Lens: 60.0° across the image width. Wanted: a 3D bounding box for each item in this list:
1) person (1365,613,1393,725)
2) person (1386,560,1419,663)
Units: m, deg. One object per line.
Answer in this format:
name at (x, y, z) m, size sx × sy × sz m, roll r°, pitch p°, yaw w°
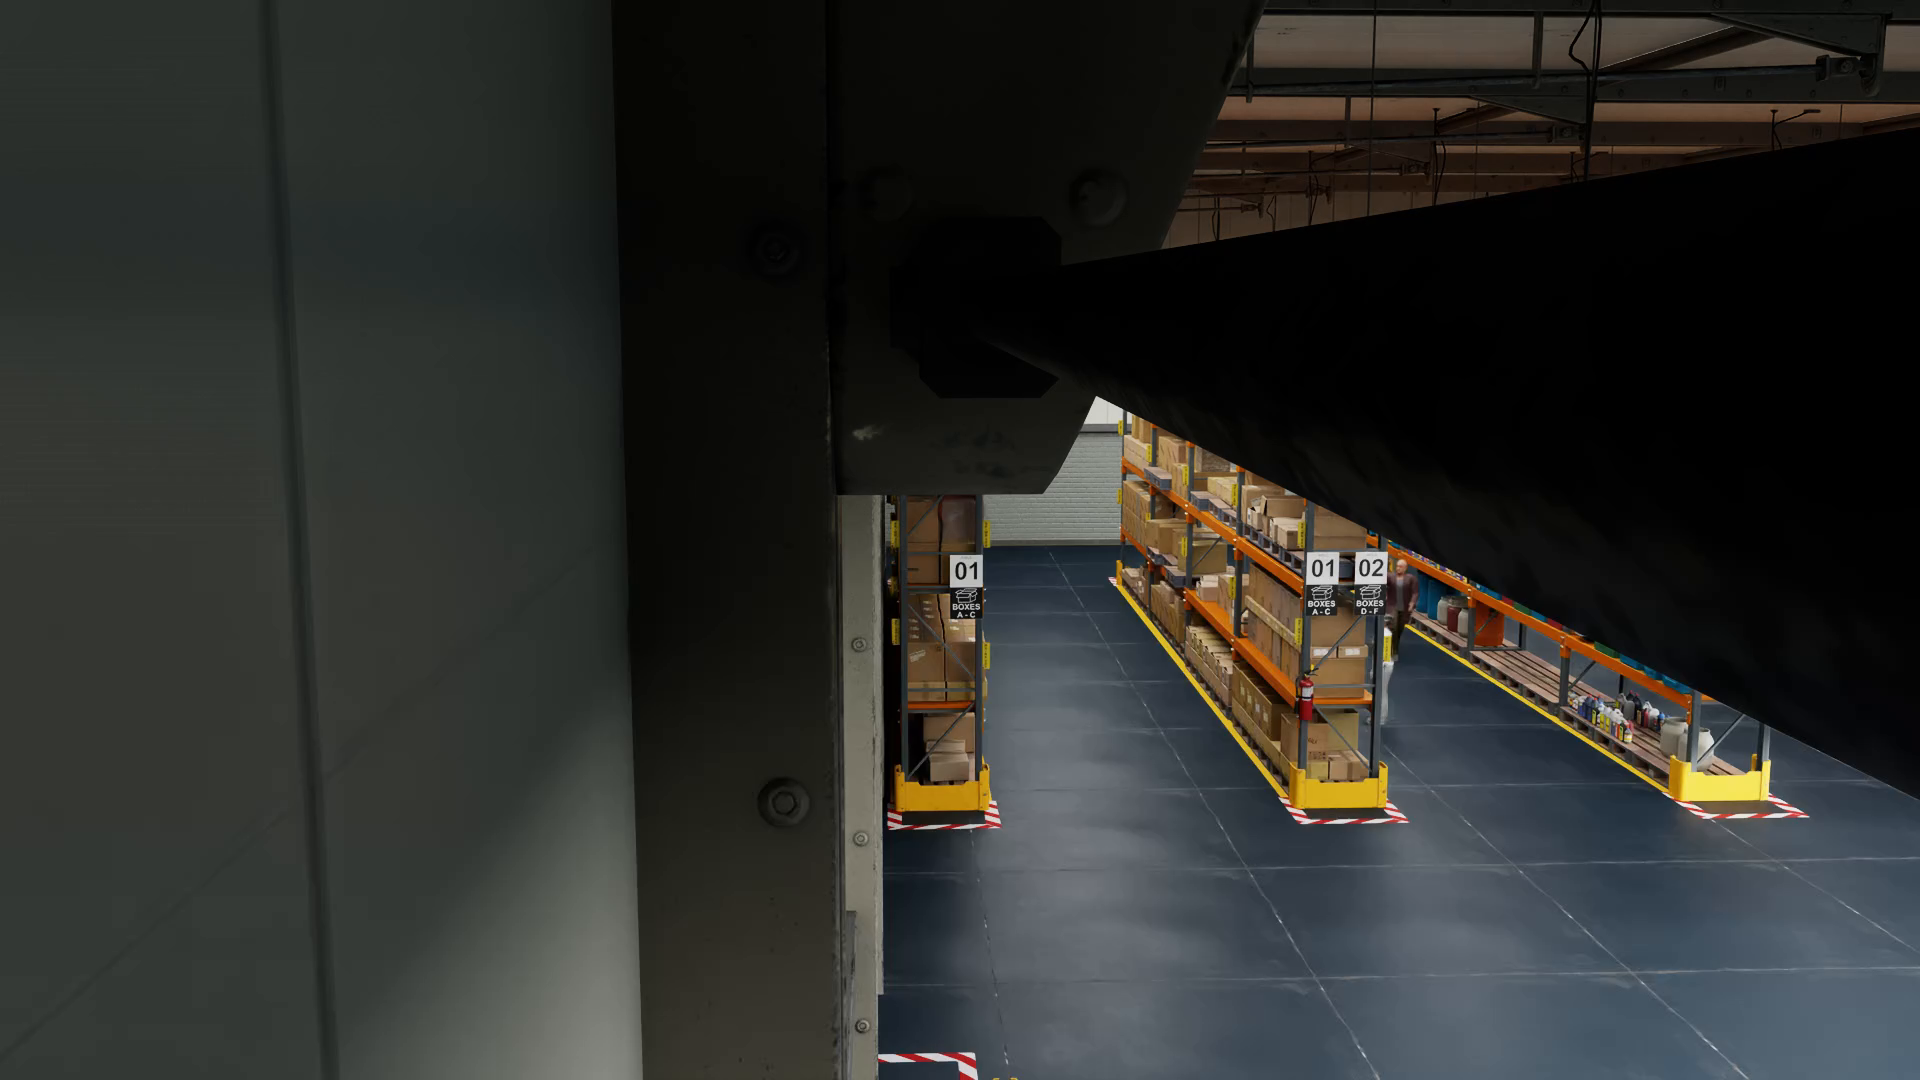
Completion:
person at (6.187, 1.894, 24.519) m, size 0.367 × 1.689 × 0.494 m, roll 0°, pitch 8°, yaw 3°
person at (7.688, 1.234, 29.078) m, size 0.596 × 1.814 × 0.935 m, roll 0°, pitch 8°, yaw 2°
